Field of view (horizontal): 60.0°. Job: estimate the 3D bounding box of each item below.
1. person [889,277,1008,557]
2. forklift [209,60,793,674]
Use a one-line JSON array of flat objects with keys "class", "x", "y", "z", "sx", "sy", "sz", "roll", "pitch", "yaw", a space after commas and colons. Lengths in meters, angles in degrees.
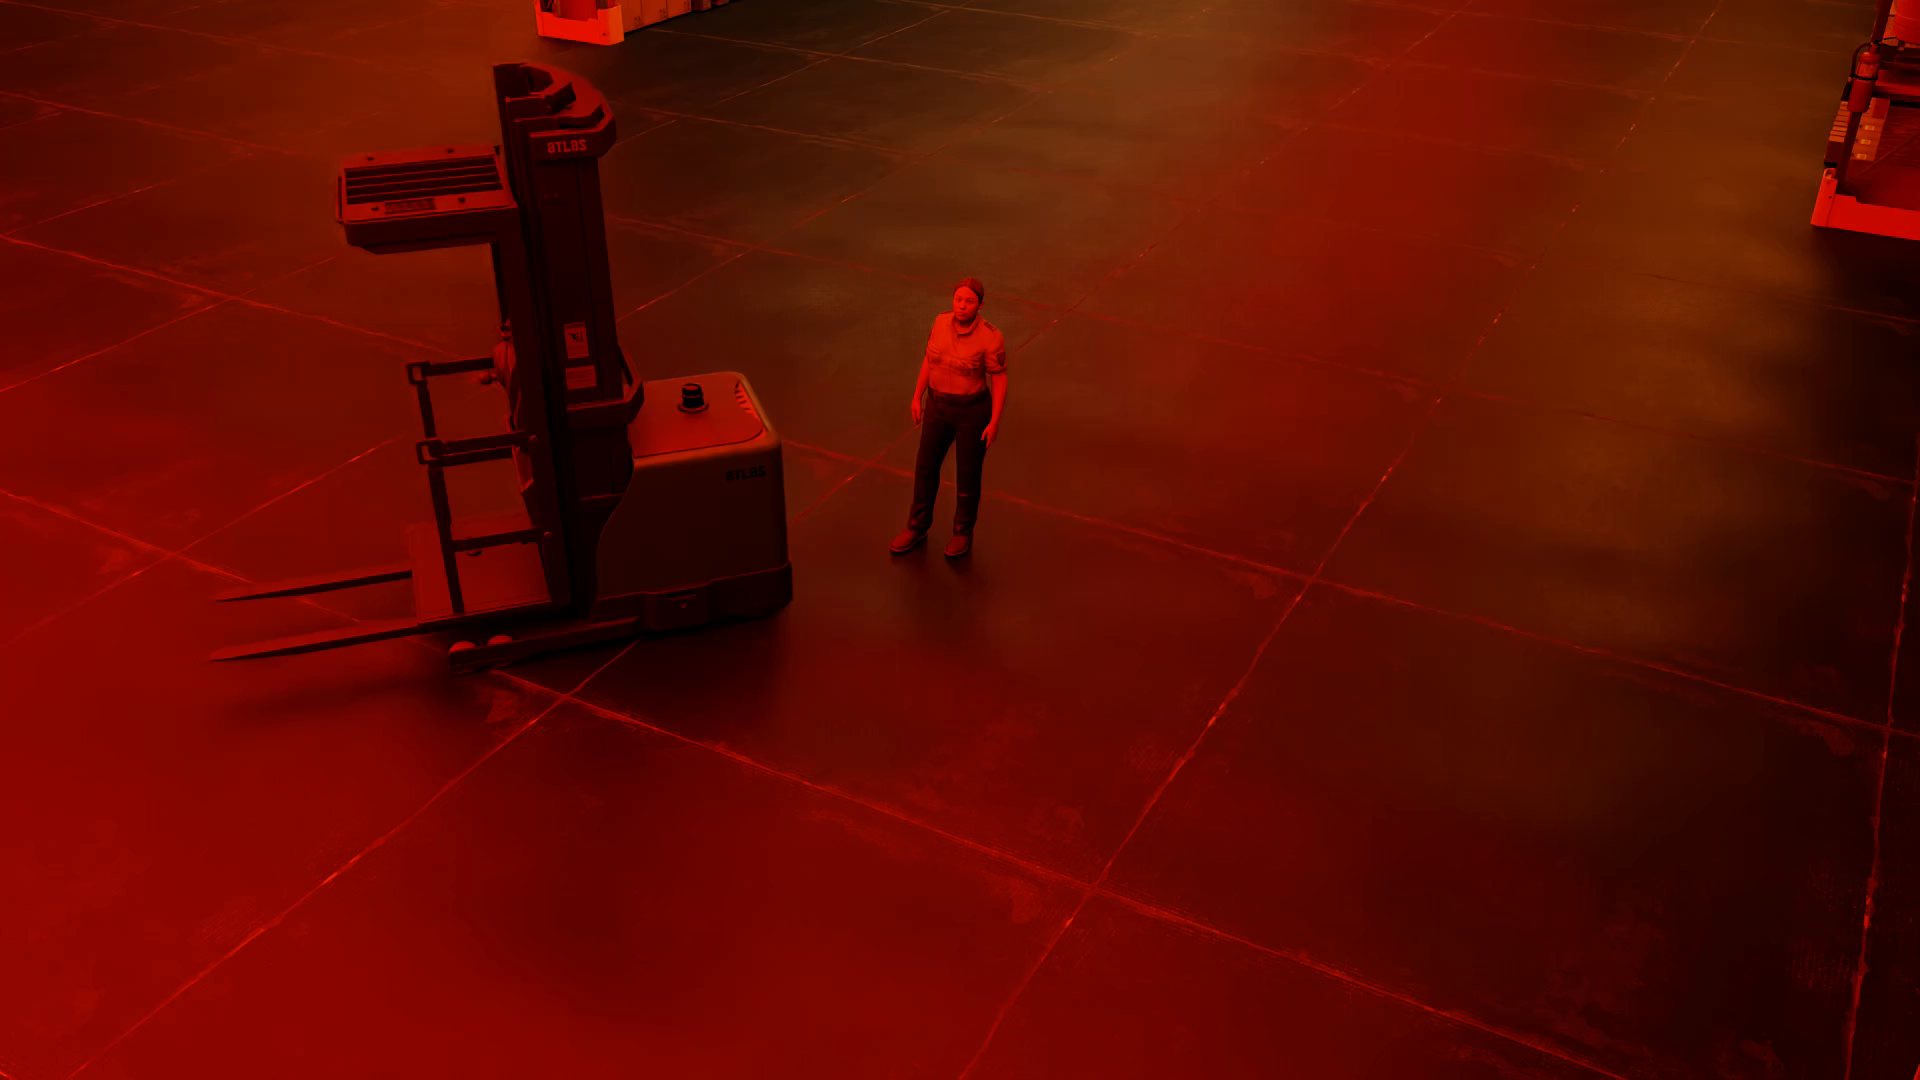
[{"class": "person", "x": -0.064, "y": -0.686, "z": 9.529, "sx": 0.598, "sy": 1.651, "sz": 0.502, "roll": 15, "pitch": 33, "yaw": 25}, {"class": "forklift", "x": -2.509, "y": -0.862, "z": 8.564, "sx": 3.031, "sy": 2.935, "sz": 1.130, "roll": -10, "pitch": 31, "yaw": -16}]
